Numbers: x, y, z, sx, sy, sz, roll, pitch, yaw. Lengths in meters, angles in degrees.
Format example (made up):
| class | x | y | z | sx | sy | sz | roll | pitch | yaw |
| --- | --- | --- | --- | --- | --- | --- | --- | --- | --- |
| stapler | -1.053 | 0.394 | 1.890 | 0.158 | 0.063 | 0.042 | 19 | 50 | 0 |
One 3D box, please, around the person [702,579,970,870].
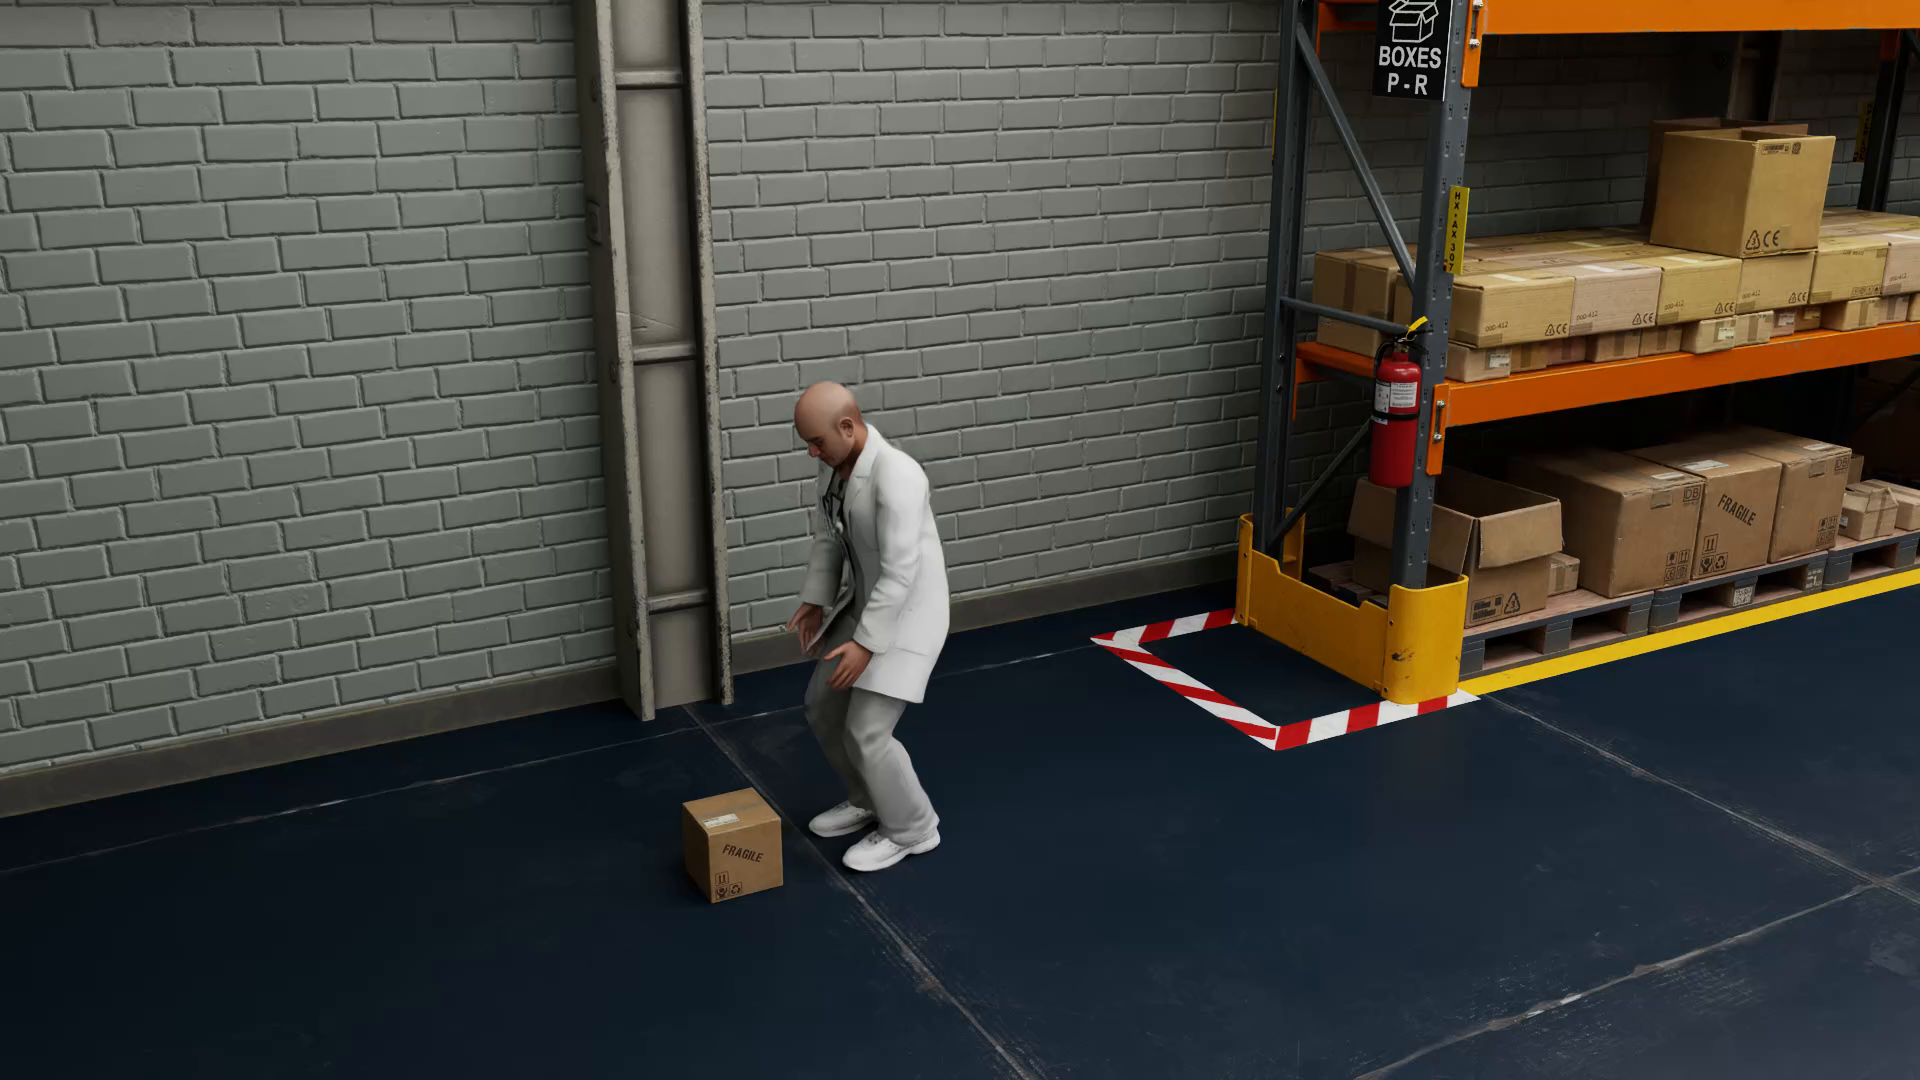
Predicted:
| class | x | y | z | sx | sy | sz | roll | pitch | yaw |
| --- | --- | --- | --- | --- | --- | --- | --- | --- | --- |
| person | -0.380 | 0.568 | 5.525 | 0.889 | 1.047 | 0.612 | -10 | 20 | -27 |
